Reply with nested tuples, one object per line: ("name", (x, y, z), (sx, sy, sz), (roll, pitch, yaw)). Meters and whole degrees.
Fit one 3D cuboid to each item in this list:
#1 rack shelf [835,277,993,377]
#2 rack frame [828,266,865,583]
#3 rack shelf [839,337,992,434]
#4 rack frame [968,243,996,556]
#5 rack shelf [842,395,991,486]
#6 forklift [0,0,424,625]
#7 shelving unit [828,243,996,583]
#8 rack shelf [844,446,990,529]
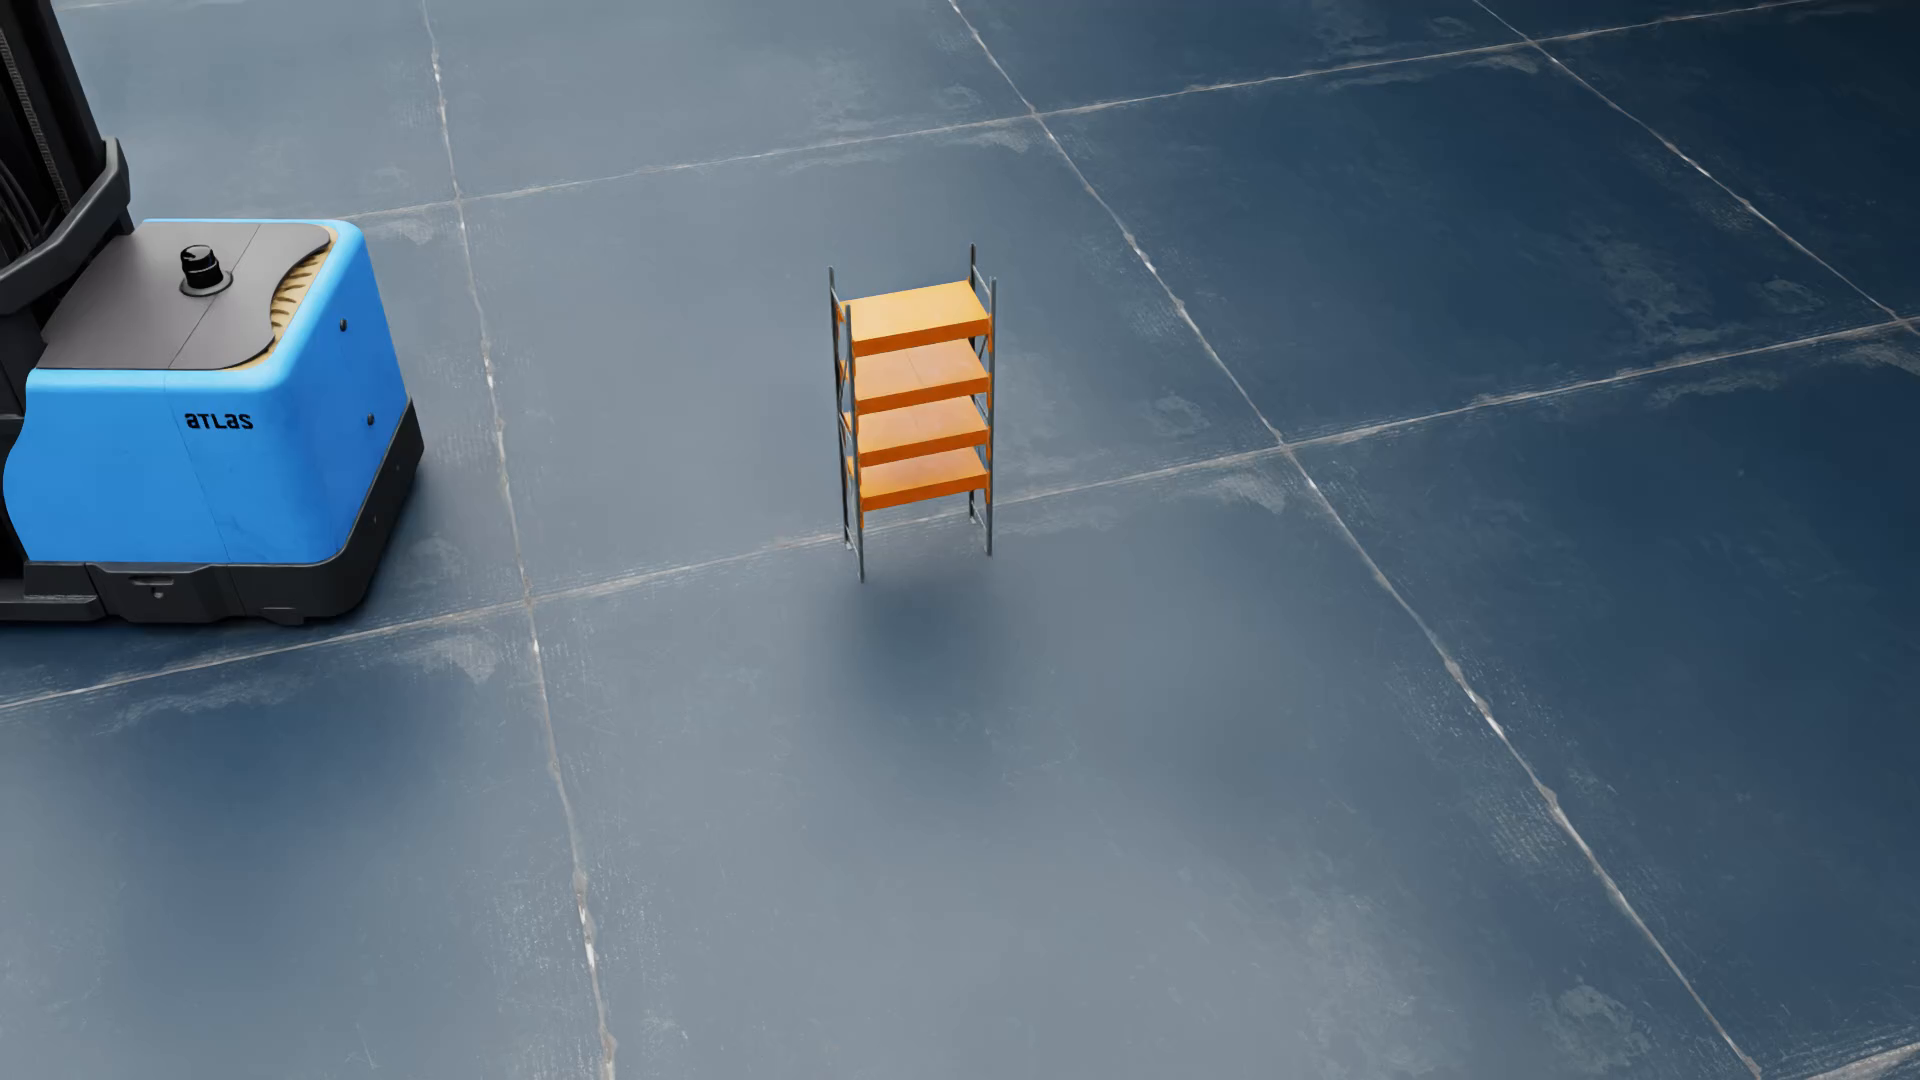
("rack shelf", (-0.158, -0.715, 5.559), (0.480, 0.148, 0.258), (-12, 42, -13))
("rack frame", (-0.391, -0.371, 5.763), (0.015, 1.200, 0.240), (-12, 42, -13))
("rack shelf", (-0.158, -0.537, 5.715), (0.480, 0.148, 0.258), (-12, 42, -13))
("rack frame", (0.075, -0.467, 5.873), (0.015, 1.200, 0.240), (-12, 42, -13))
("rack shelf", (-0.158, -0.368, 5.862), (0.480, 0.148, 0.258), (-12, 42, -13))
("forklift", (-3.630, -1.138, 5.325), (3.031, 2.935, 1.130), (1, 41, 1))
("shelving unit", (-0.158, -0.419, 5.818), (0.503, 1.200, 0.258), (-12, 42, -13))
("rack shelf", (-0.158, -0.219, 5.993), (0.480, 0.148, 0.258), (-12, 42, -13))
